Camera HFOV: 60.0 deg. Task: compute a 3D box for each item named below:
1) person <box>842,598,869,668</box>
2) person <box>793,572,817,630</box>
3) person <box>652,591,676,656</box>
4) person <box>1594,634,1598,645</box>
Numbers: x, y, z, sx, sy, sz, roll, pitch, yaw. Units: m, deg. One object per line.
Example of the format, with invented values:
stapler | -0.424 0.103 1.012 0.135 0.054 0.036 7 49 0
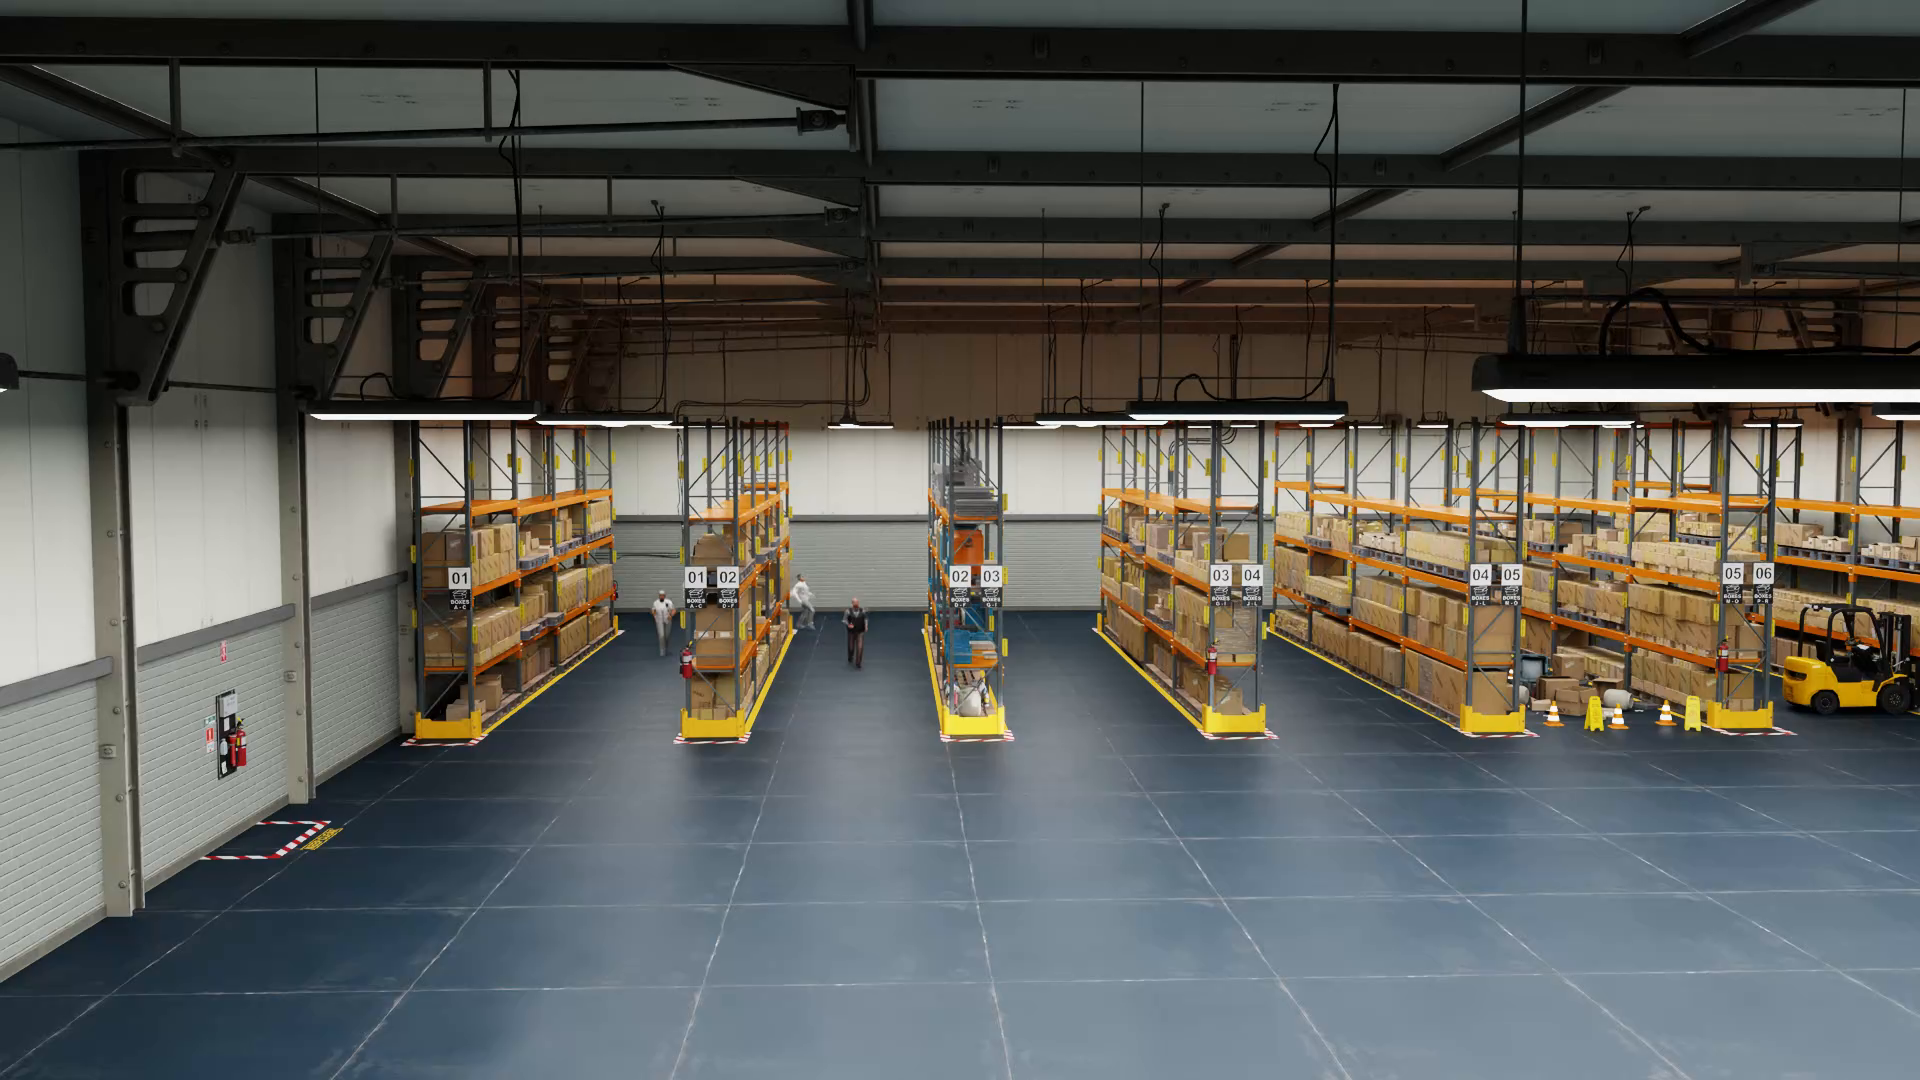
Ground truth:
person | -2.490 2.251 40.357 0.610 1.684 0.760 -1 4 -10
person | -4.479 1.775 48.090 0.640 1.701 0.654 1 4 9
person | -7.618 2.126 42.779 0.602 1.678 0.717 0 4 -7
person | 16.665 1.935 44.325 0.671 1.783 0.884 -1 4 -8
